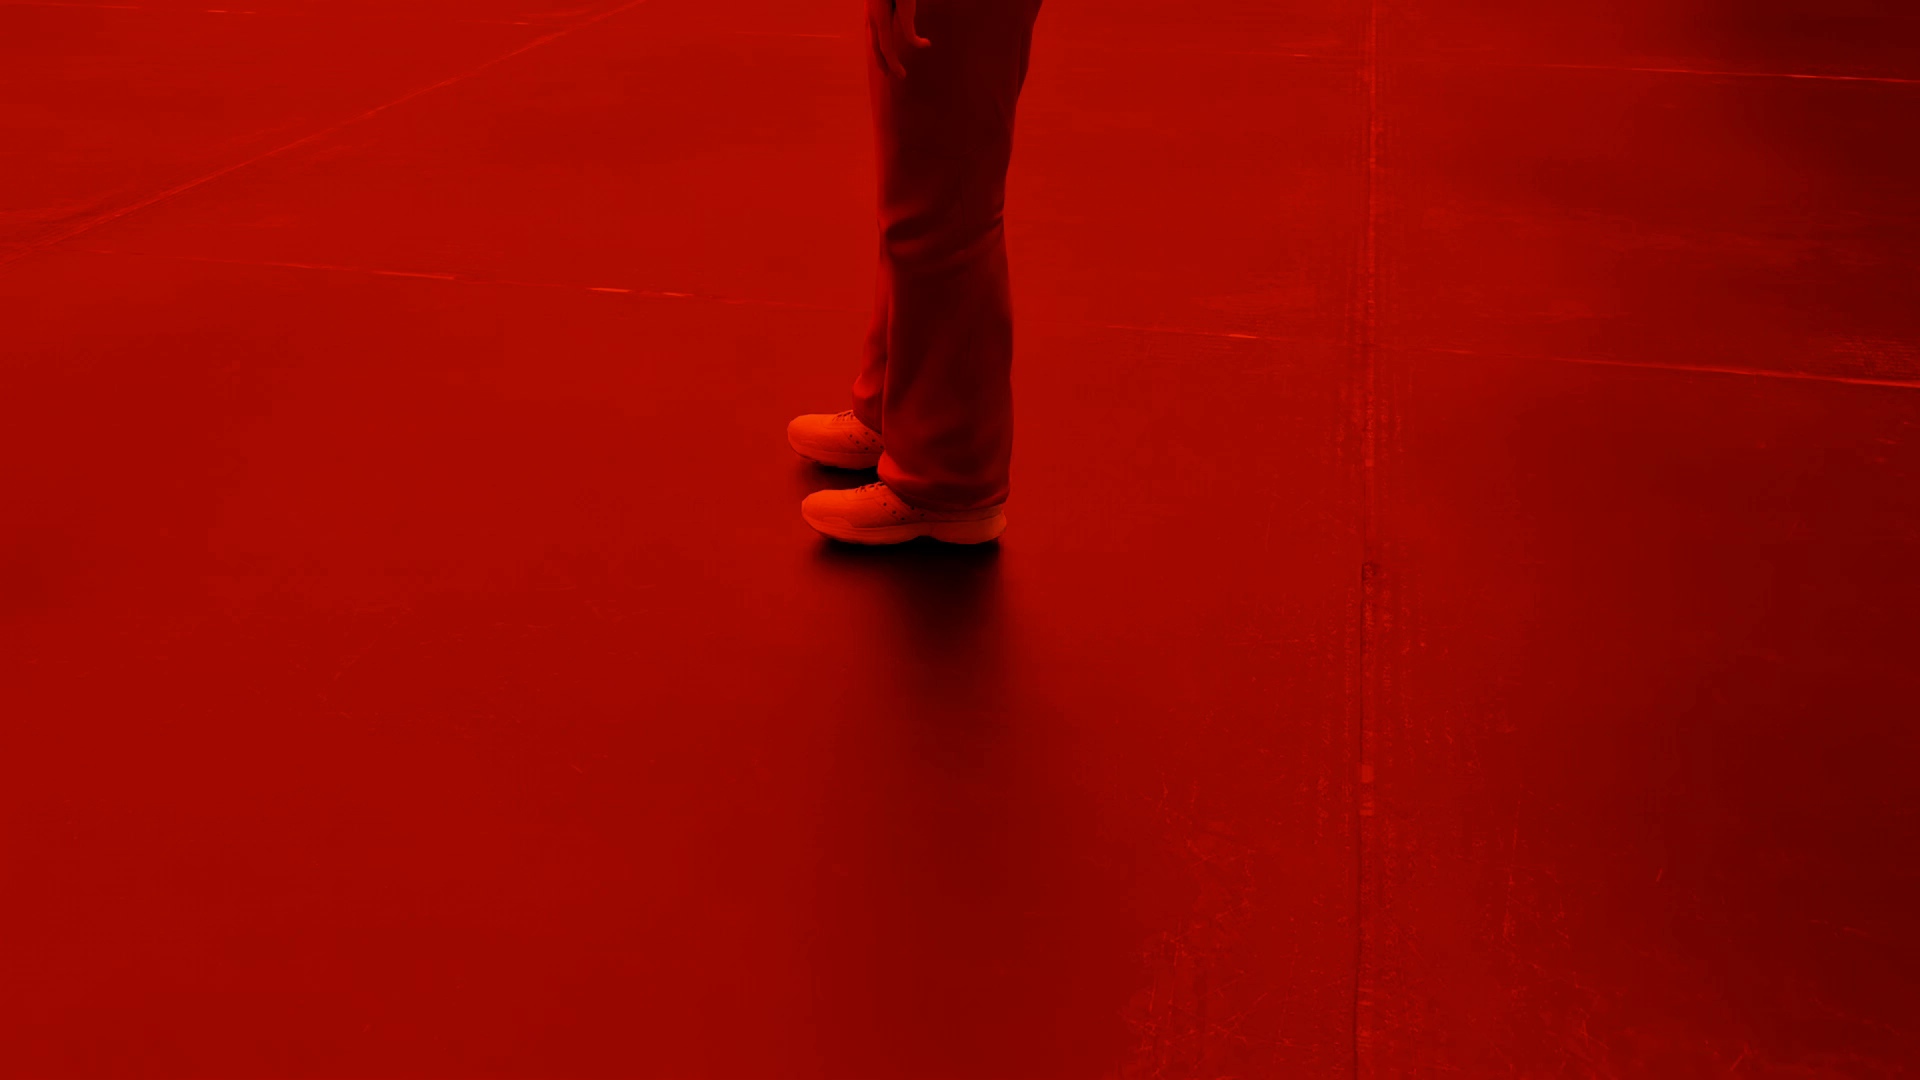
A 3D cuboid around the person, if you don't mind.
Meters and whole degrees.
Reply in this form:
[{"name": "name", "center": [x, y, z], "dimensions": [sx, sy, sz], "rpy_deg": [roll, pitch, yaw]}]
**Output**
[{"name": "person", "center": [-0.070, -0.767, 2.144], "dimensions": [0.548, 1.674, 0.552], "rpy_deg": [6, 27, 11]}]
